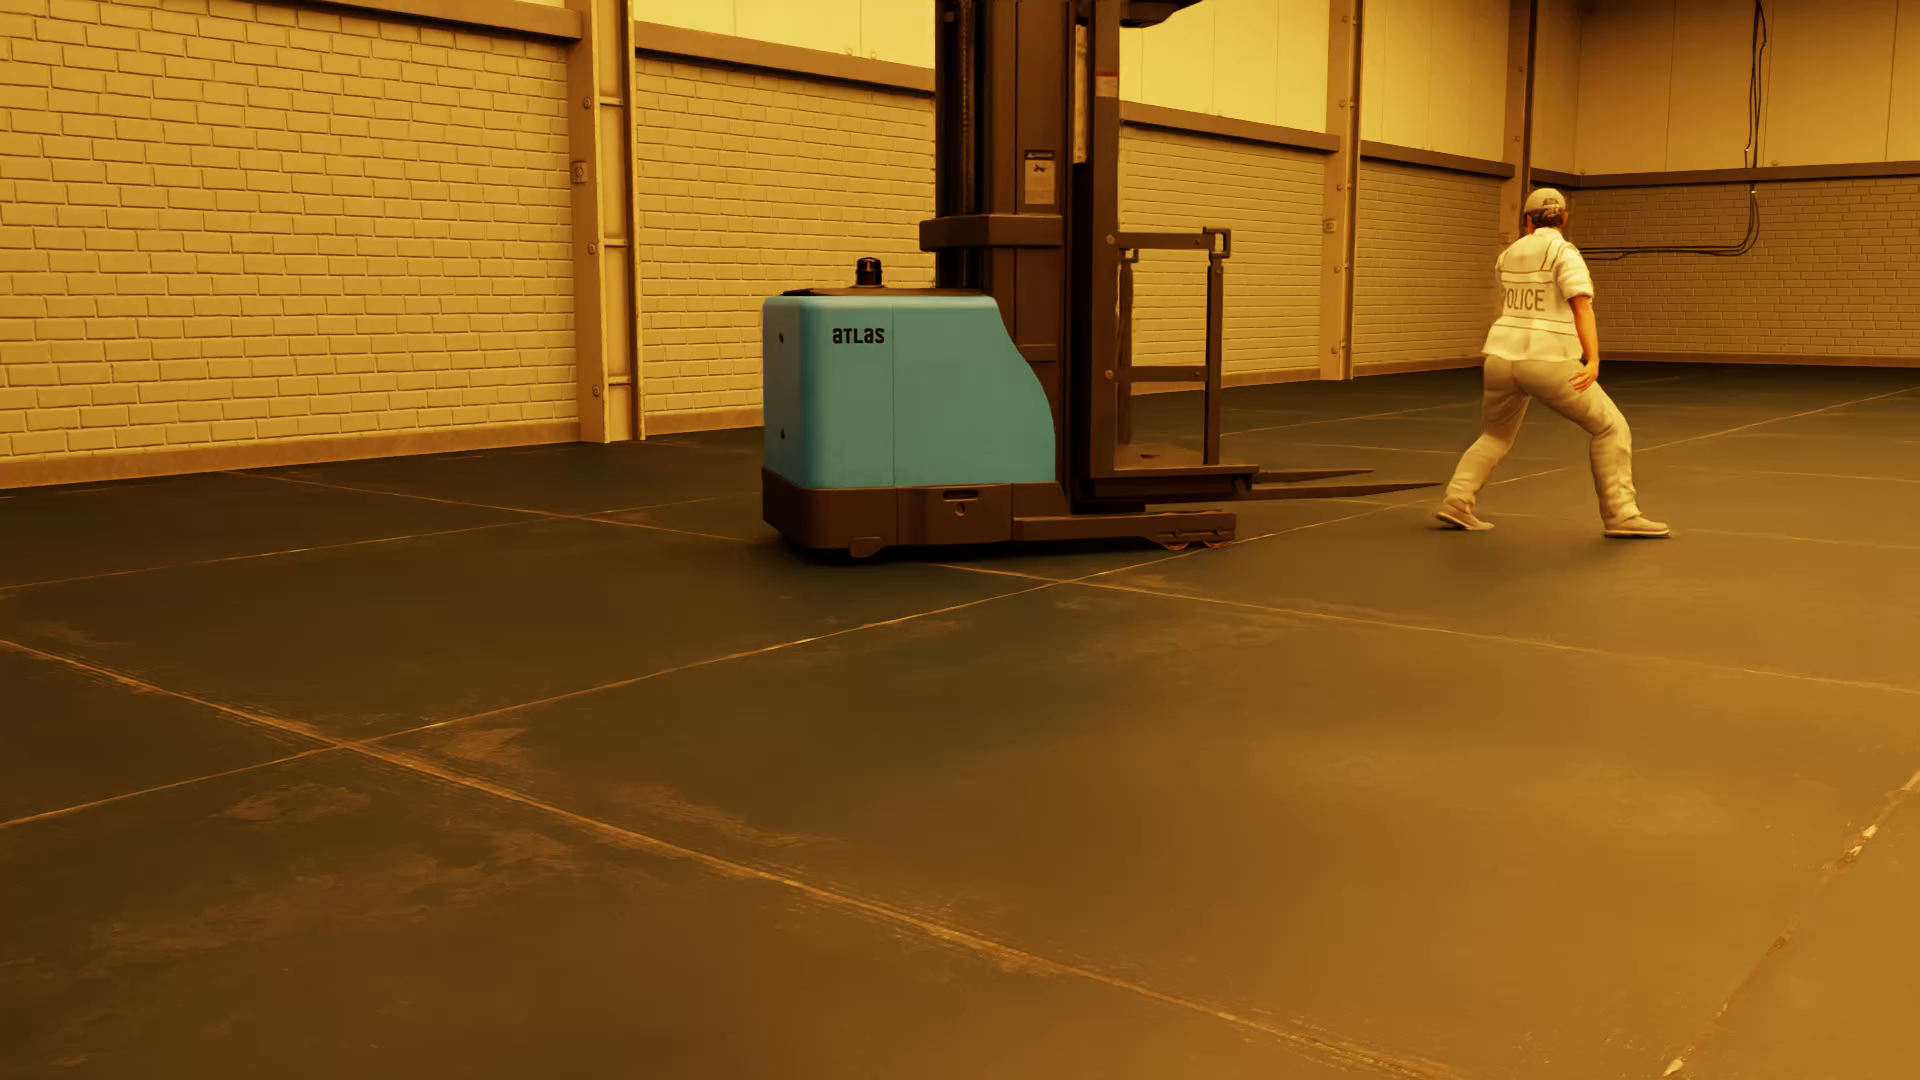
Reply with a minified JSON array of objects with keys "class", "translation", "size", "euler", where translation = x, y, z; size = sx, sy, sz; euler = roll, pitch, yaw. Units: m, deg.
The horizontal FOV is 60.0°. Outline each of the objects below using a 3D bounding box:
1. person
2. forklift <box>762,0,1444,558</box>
[{"class":"person","translation":[2.706,-0.795,7.533],"size":[0.783,1.585,0.743],"euler":[-5,10,-29]},{"class":"forklift","translation":[0.682,-1.474,7.357],"size":[3.031,2.935,1.130],"euler":[-2,9,-17]}]
